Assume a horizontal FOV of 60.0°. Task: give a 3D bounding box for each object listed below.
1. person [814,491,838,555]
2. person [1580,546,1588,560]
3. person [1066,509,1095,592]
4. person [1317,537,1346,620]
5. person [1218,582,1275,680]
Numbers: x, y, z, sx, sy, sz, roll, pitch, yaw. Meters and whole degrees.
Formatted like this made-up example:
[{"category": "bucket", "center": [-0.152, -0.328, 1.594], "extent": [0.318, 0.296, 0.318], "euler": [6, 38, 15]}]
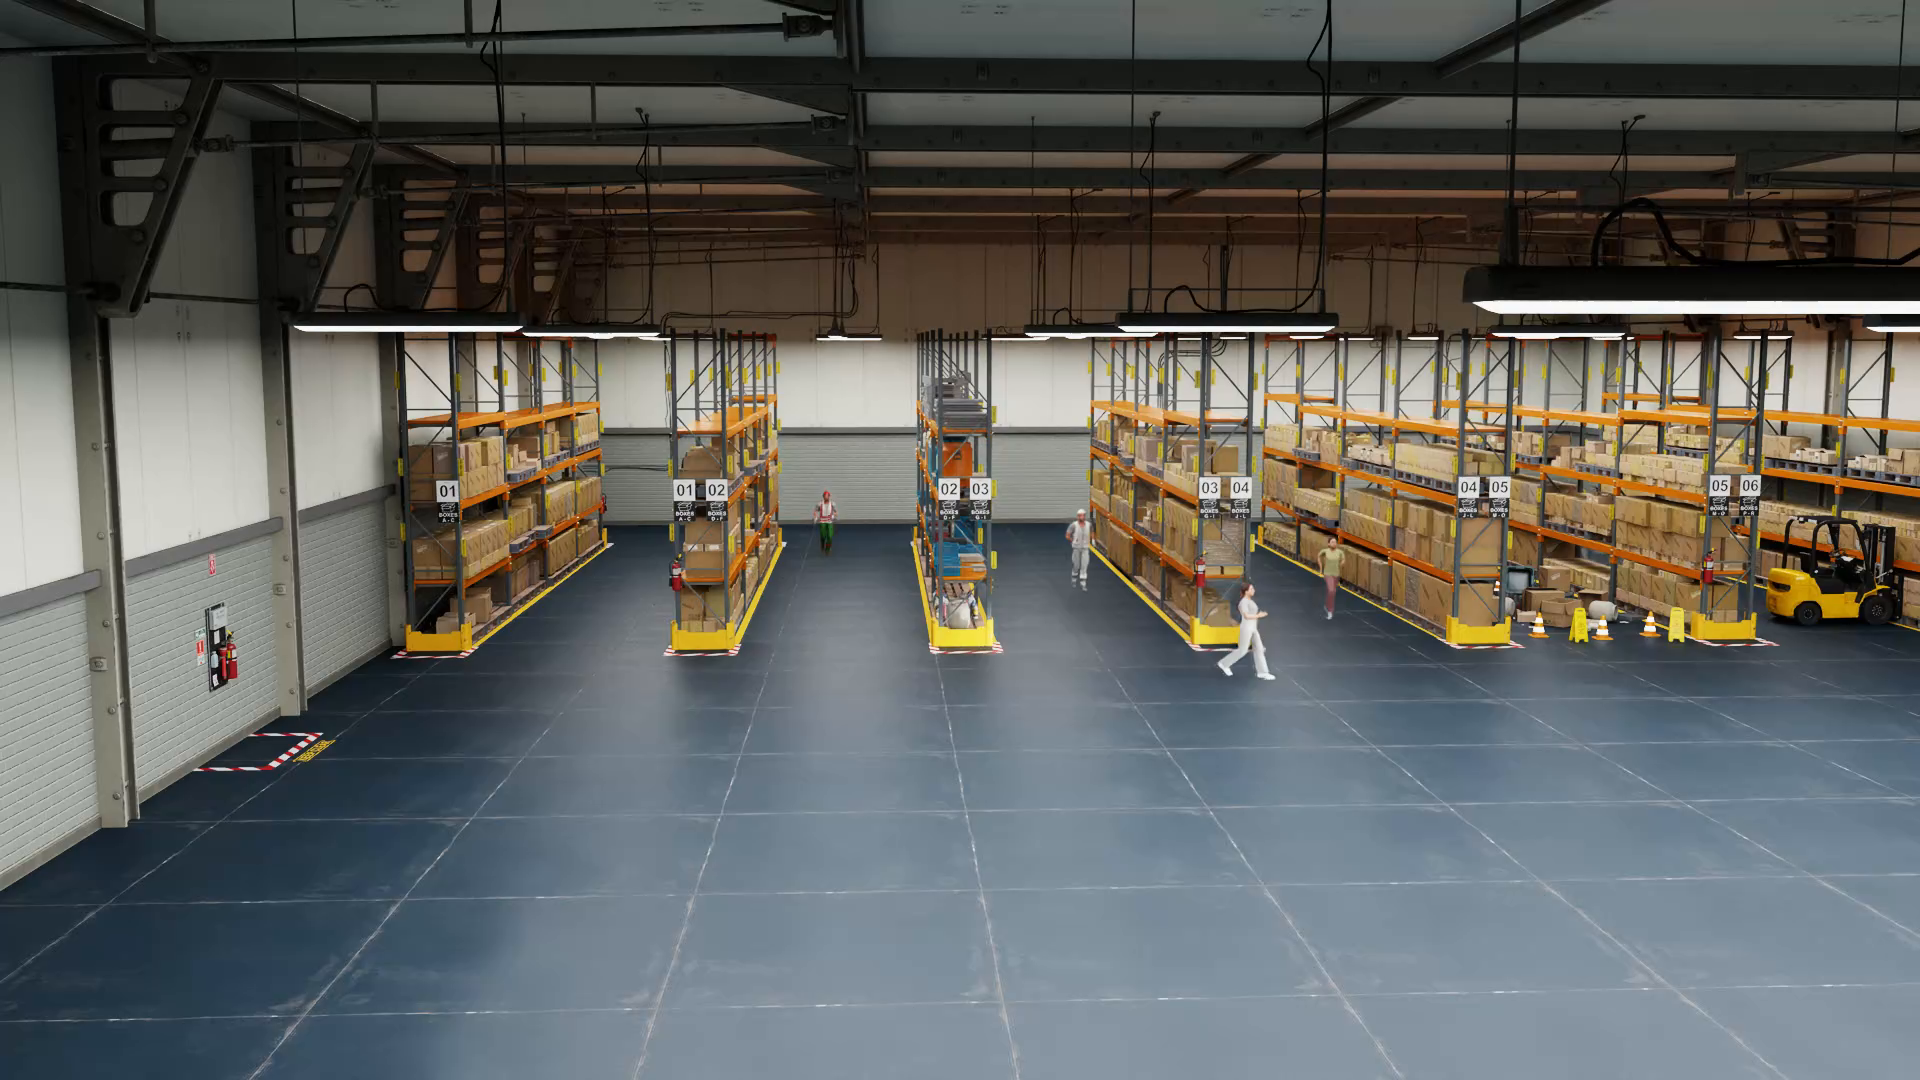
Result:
[{"category": "person", "center": [-3.613, -0.455, 45.067], "extent": [0.660, 1.742, 0.582], "euler": [-1, 7, -11]}, {"category": "person", "center": [16.047, -0.161, 42.866], "extent": [0.541, 1.723, 0.696], "euler": [-1, 7, -12]}, {"category": "person", "center": [2.679, 0.214, 36.799], "extent": [0.686, 1.809, 0.786], "euler": [-1, 7, -10]}, {"category": "person", "center": [7.822, 0.770, 34.961], "extent": [0.561, 1.709, 0.775], "euler": [-1, 7, -7]}, {"category": "person", "center": [4.897, 1.547, 28.331], "extent": [0.970, 1.633, 0.565], "euler": [3, 7, 24]}]
